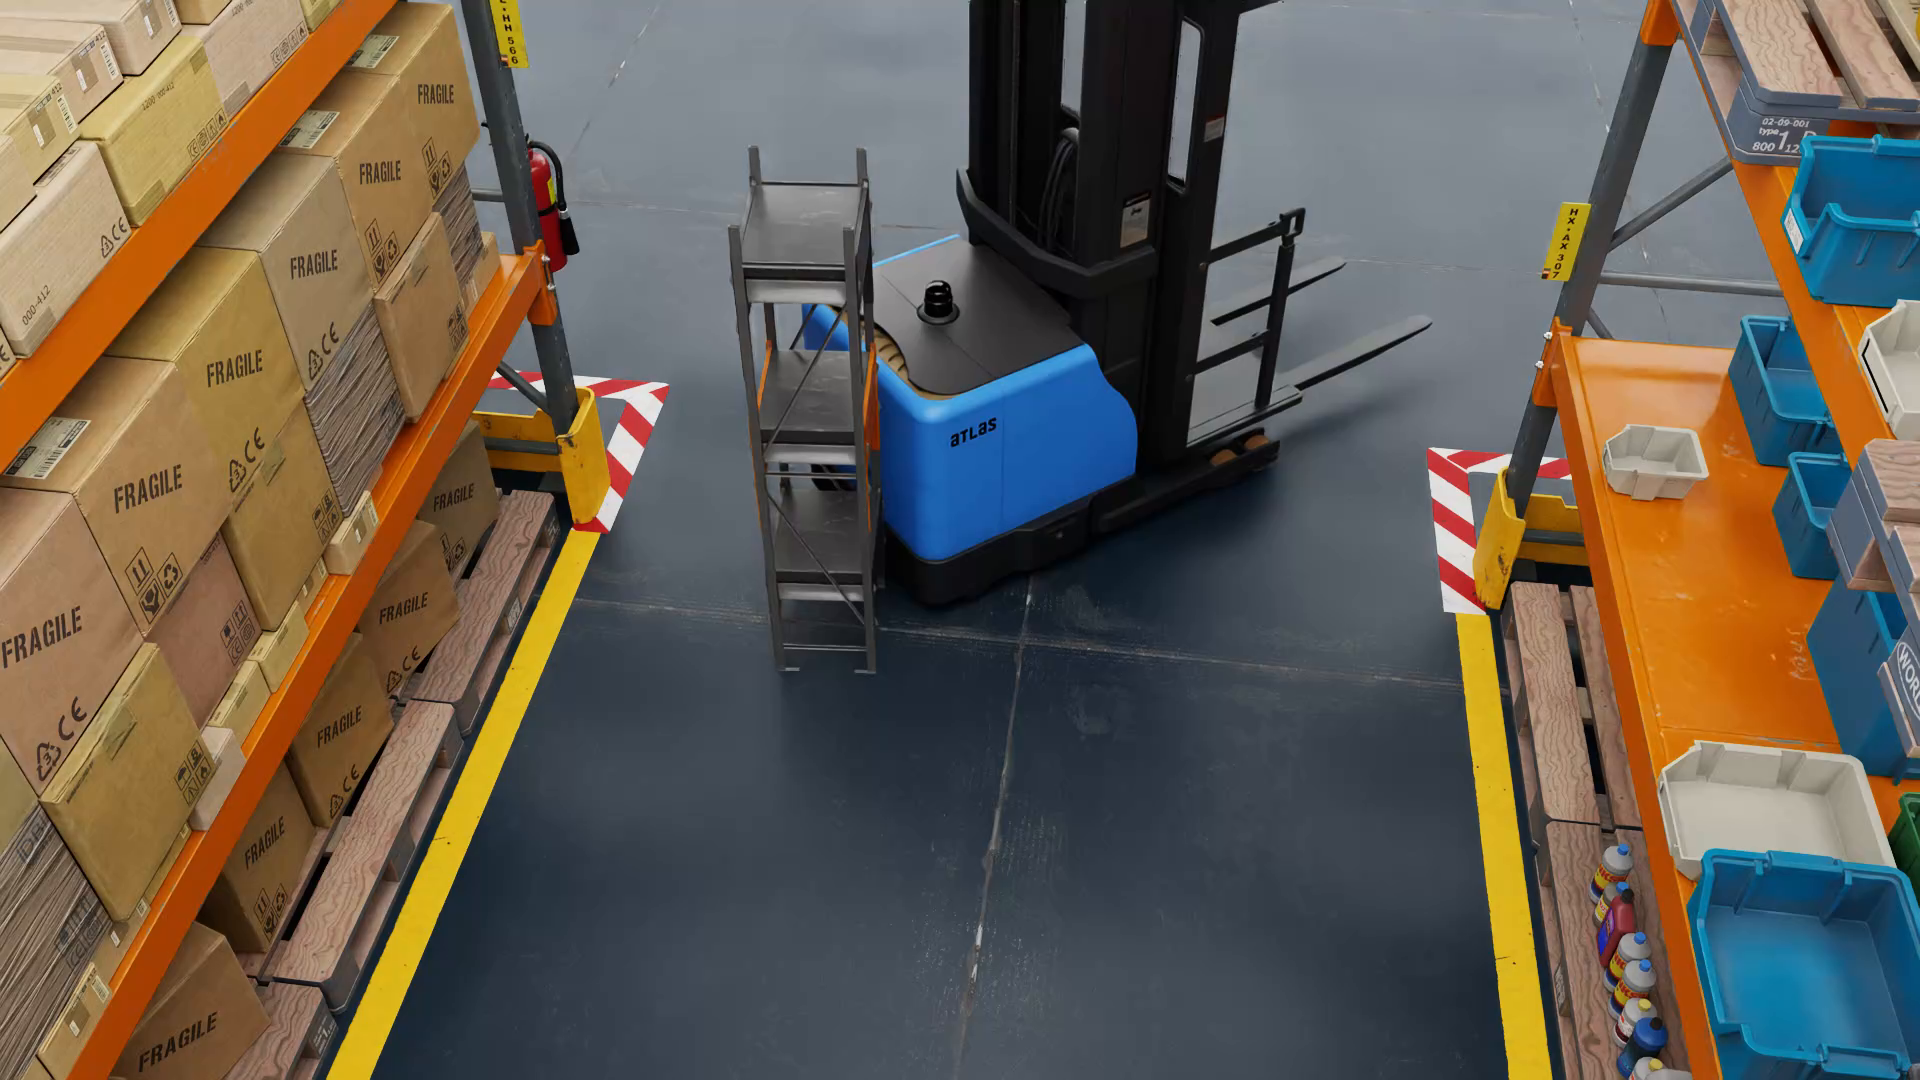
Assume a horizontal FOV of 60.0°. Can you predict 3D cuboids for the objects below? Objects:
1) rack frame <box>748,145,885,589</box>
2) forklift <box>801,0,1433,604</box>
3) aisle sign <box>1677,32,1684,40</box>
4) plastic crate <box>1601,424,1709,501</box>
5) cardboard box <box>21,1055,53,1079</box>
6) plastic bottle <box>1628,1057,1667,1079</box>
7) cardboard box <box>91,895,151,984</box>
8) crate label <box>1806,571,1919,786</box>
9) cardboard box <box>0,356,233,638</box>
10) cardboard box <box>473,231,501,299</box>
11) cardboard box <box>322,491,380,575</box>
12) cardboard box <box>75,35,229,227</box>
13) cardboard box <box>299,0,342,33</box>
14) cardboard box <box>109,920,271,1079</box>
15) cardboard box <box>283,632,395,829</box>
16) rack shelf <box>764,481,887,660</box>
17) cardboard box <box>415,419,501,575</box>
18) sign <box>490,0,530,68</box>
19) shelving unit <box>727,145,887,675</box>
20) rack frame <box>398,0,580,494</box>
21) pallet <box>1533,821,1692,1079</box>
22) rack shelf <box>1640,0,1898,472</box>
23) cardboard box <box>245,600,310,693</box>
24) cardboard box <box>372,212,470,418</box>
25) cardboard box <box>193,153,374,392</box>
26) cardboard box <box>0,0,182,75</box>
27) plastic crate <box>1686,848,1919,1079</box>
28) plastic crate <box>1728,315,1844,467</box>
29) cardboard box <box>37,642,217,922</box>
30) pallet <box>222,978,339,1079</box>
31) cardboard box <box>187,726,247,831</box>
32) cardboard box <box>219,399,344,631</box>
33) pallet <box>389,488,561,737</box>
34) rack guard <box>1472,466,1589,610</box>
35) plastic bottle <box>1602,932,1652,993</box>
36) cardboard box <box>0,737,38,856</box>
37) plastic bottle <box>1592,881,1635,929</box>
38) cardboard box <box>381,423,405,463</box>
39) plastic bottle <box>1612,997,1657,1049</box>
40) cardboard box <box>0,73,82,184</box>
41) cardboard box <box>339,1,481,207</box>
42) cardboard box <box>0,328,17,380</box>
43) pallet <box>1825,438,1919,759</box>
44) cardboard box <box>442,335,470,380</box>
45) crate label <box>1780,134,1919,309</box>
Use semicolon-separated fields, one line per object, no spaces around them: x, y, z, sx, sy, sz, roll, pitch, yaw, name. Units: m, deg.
-0.517;-0.564;6.341;0.400;2.100;0.015;2;43;2;rack frame
0.849;-1.588;6.817;3.031;2.935;1.130;-24;49;-23;forklift
2.459;-1.945;5.254;0.394;0.787;0.004;5;44;6;aisle sign
2.303;-0.249;5.545;0.298;0.136;0.250;5;44;6;plastic crate
-2.372;1.322;3.877;0.380;0.149;0.250;5;44;6;cardboard box
2.093;1.648;5.066;0.097;0.201;0.097;0;43;0;plastic bottle
-2.320;0.980;4.238;0.380;0.149;0.250;5;44;6;cardboard box
2.765;0.341;4.705;0.502;0.435;0.616;5;44;6;crate label
-2.255;-0.122;4.203;0.500;0.500;0.500;5;44;6;cardboard box
-2.002;-1.072;6.405;0.380;0.149;0.250;5;44;6;cardboard box
-2.097;-0.040;5.315;0.380;0.149;0.250;5;44;6;cardboard box
-2.182;-1.027;4.102;0.500;0.250;0.500;5;44;5;cardboard box
-2.044;-1.718;4.833;0.500;0.250;0.500;5;44;6;cardboard box
-2.537;1.446;5.077;0.500;0.500;0.500;19;46;19;cardboard box
-2.415;0.639;5.928;0.500;0.500;0.500;9;44;9;cardboard box
-0.527;0.121;6.655;0.431;0.518;0.480;2;43;2;rack shelf
-2.268;-0.197;6.811;0.500;0.500;0.500;13;45;13;cardboard box
-1.622;-1.847;5.969;0.100;0.325;0.005;5;44;6;sign
-0.527;-0.397;6.164;0.431;2.100;0.503;2;43;2;shelving unit
-2.169;-1.376;6.543;1.000;3.000;0.127;5;44;6;rack frame
2.500;1.525;5.508;1.003;0.211;1.213;5;44;6;pallet
2.476;-0.390;3.844;1.077;0.370;4.000;5;44;6;rack shelf
-2.186;0.299;4.958;0.380;0.149;0.250;5;44;6;cardboard box
-2.216;-0.796;5.642;0.875;0.500;0.500;5;44;6;cardboard box
-2.126;-0.804;4.923;0.500;0.500;0.500;5;44;6;cardboard box
-2.158;-1.269;4.068;0.380;0.149;0.250;3;44;3;cardboard box
2.089;1.076;4.063;0.499;0.251;0.616;5;44;6;plastic crate
2.971;-0.503;5.730;0.499;0.251;0.616;5;44;6;plastic crate
-2.476;0.567;4.202;0.875;0.500;0.500;5;44;6;cardboard box
-2.644;1.902;5.110;1.003;0.211;1.213;5;44;6;pallet
-2.223;0.642;4.595;0.380;0.149;0.250;5;44;6;cardboard box
-2.403;-0.120;4.928;0.875;0.500;0.500;5;44;6;cardboard box
-2.322;0.239;6.866;1.003;0.211;1.213;5;44;6;pallet
2.777;0.038;6.868;1.175;0.500;0.348;5;44;6;rack guard
2.146;1.346;5.333;0.097;0.271;0.097;0;43;0;plastic bottle
-2.387;0.559;3.483;0.500;0.500;0.500;5;44;6;cardboard box
2.178;1.209;5.529;0.097;0.201;0.097;0;43;0;plastic bottle
-2.141;-0.391;5.686;0.380;0.149;0.250;5;44;6;cardboard box
2.120;1.507;5.214;0.097;0.201;0.097;0;43;0;plastic bottle
-2.215;-0.915;3.694;0.380;0.149;0.250;4;44;5;cardboard box
-1.997;-1.486;5.643;0.500;0.500;0.500;5;44;6;cardboard box
-2.320;-0.329;3.365;0.500;0.250;0.500;5;44;5;cardboard box
2.210;0.279;2.751;1.213;0.211;1.003;5;44;6;pallet
-2.018;-0.726;6.040;0.380;0.149;0.250;5;44;6;cardboard box
2.165;-0.715;3.772;0.502;0.251;0.408;5;44;6;crate label
